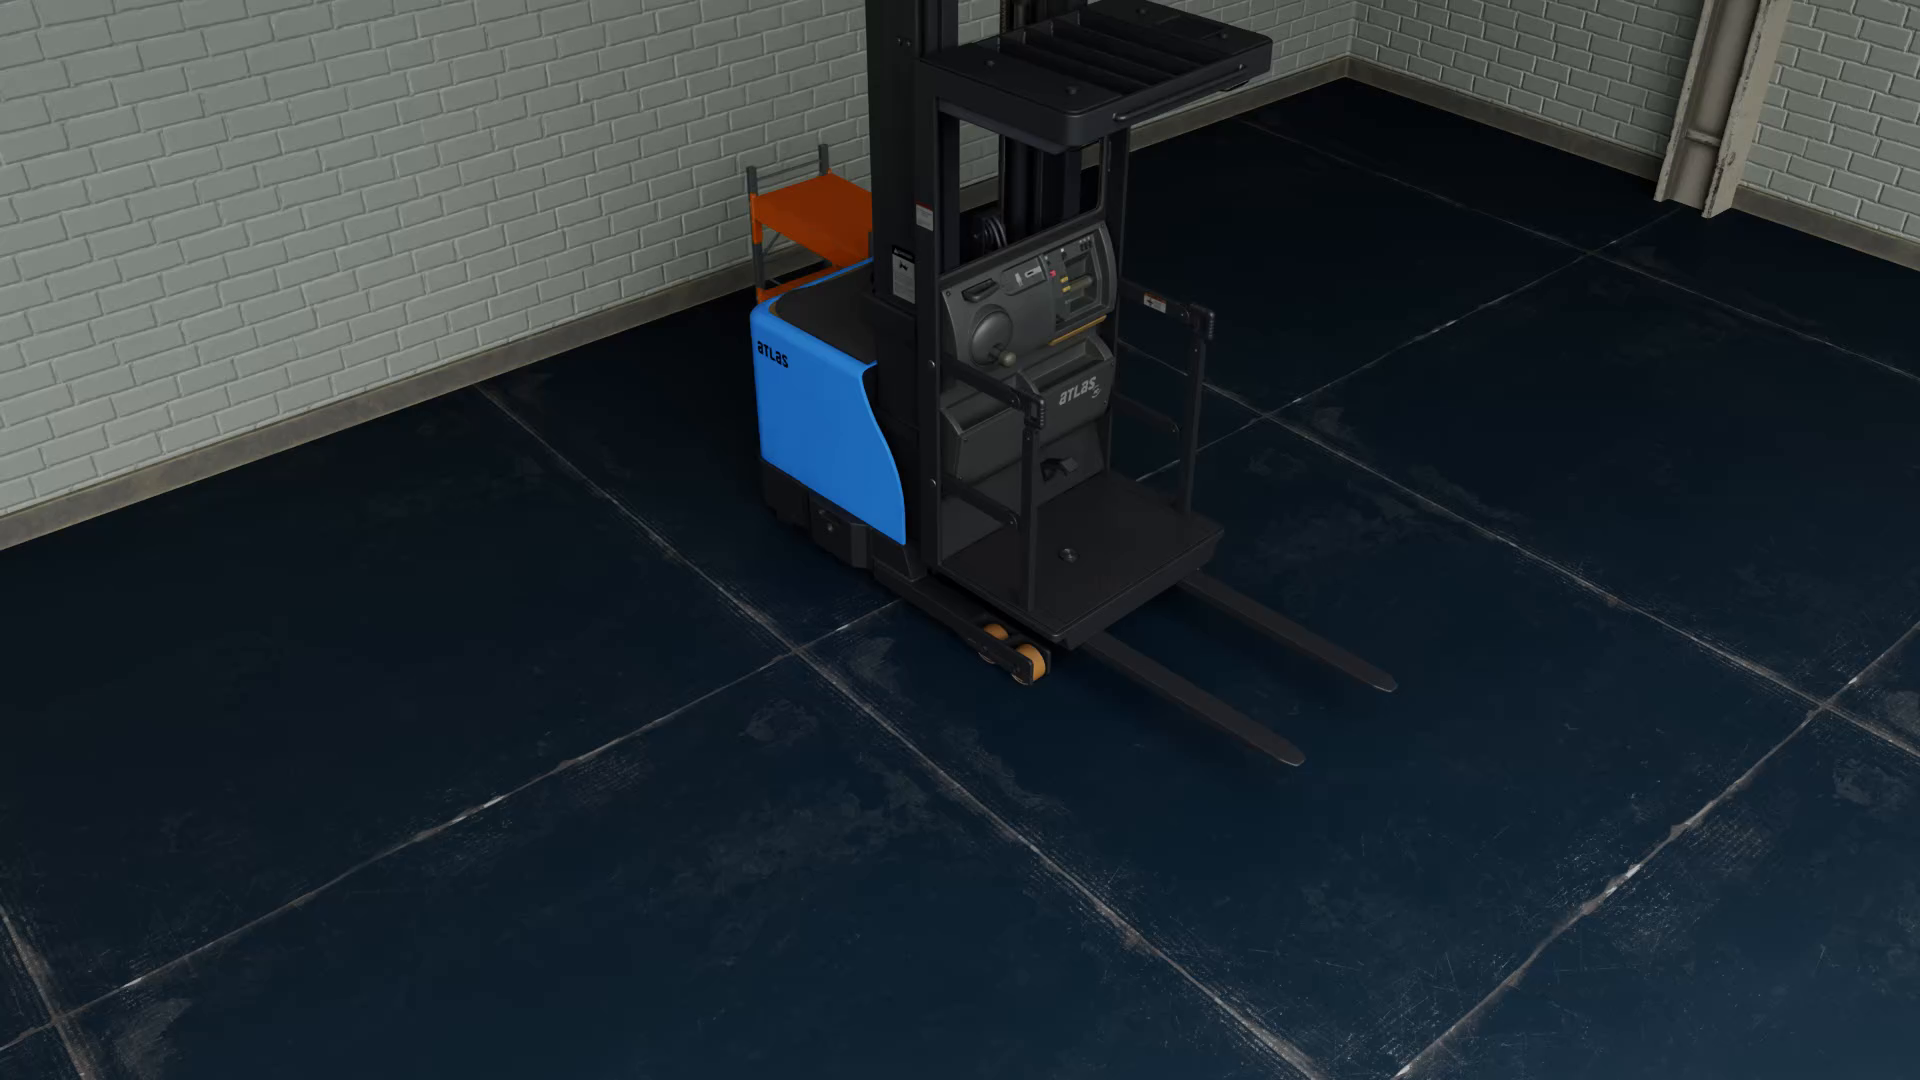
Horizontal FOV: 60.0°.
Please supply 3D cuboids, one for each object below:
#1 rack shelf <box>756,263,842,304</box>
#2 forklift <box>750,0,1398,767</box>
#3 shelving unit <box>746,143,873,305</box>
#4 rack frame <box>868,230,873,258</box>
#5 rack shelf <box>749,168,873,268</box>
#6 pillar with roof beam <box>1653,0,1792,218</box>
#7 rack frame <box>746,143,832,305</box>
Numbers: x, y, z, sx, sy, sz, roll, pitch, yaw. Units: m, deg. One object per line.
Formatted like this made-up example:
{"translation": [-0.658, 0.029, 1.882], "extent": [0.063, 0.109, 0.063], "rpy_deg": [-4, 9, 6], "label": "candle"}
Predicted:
{"translation": [-0.564, -1.108, 8.764], "extent": [0.538, 0.278, 1.000], "rpy_deg": [-26, 43, -32], "label": "rack shelf"}
{"translation": [0.437, -0.935, 6.535], "extent": [1.130, 2.935, 3.031], "rpy_deg": [-29, 45, -35], "label": "forklift"}
{"translation": [-0.564, -1.307, 8.622], "extent": [0.538, 1.125, 1.048], "rpy_deg": [-26, 43, -32], "label": "shelving unit"}
{"translation": [-0.234, -1.083, 8.306], "extent": [0.500, 1.125, 0.032], "rpy_deg": [-26, 43, -32], "label": "rack frame"}
{"translation": [-0.564, -1.546, 8.453], "extent": [0.538, 0.278, 1.000], "rpy_deg": [-26, 43, -32], "label": "rack shelf"}
{"translation": [1.500, -4.272, 5.997], "extent": [9.100, 9.000, 0.400], "rpy_deg": [-26, 43, -32], "label": "pillar with roof beam"}
{"translation": [-0.893, -1.531, 8.938], "extent": [0.500, 1.125, 0.032], "rpy_deg": [-26, 43, -32], "label": "rack frame"}
